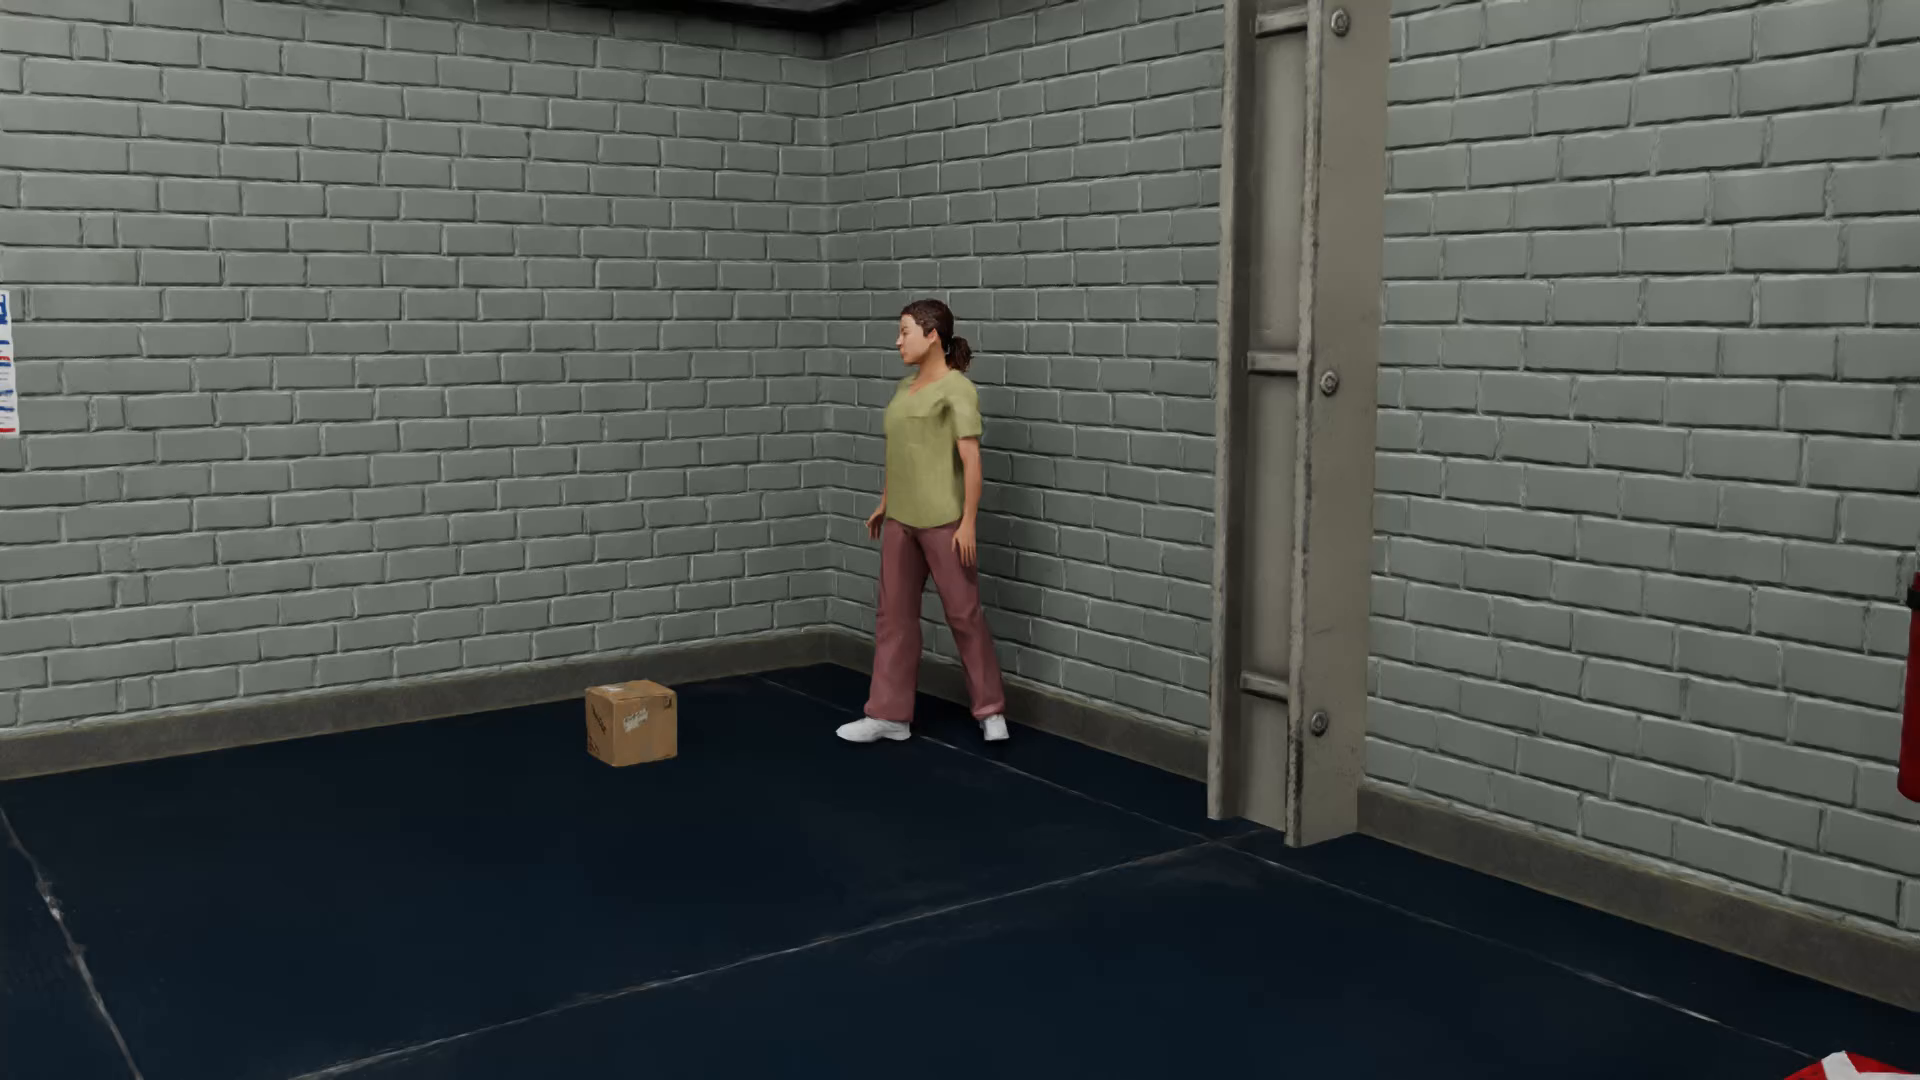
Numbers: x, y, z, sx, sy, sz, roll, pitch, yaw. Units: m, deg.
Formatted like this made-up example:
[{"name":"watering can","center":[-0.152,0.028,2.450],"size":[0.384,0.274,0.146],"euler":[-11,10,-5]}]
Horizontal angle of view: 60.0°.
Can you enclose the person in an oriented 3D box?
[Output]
[{"name":"person","center":[-0.148,-0.066,6.257],"size":[0.621,1.667,0.661],"euler":[-7,11,-42]}]
